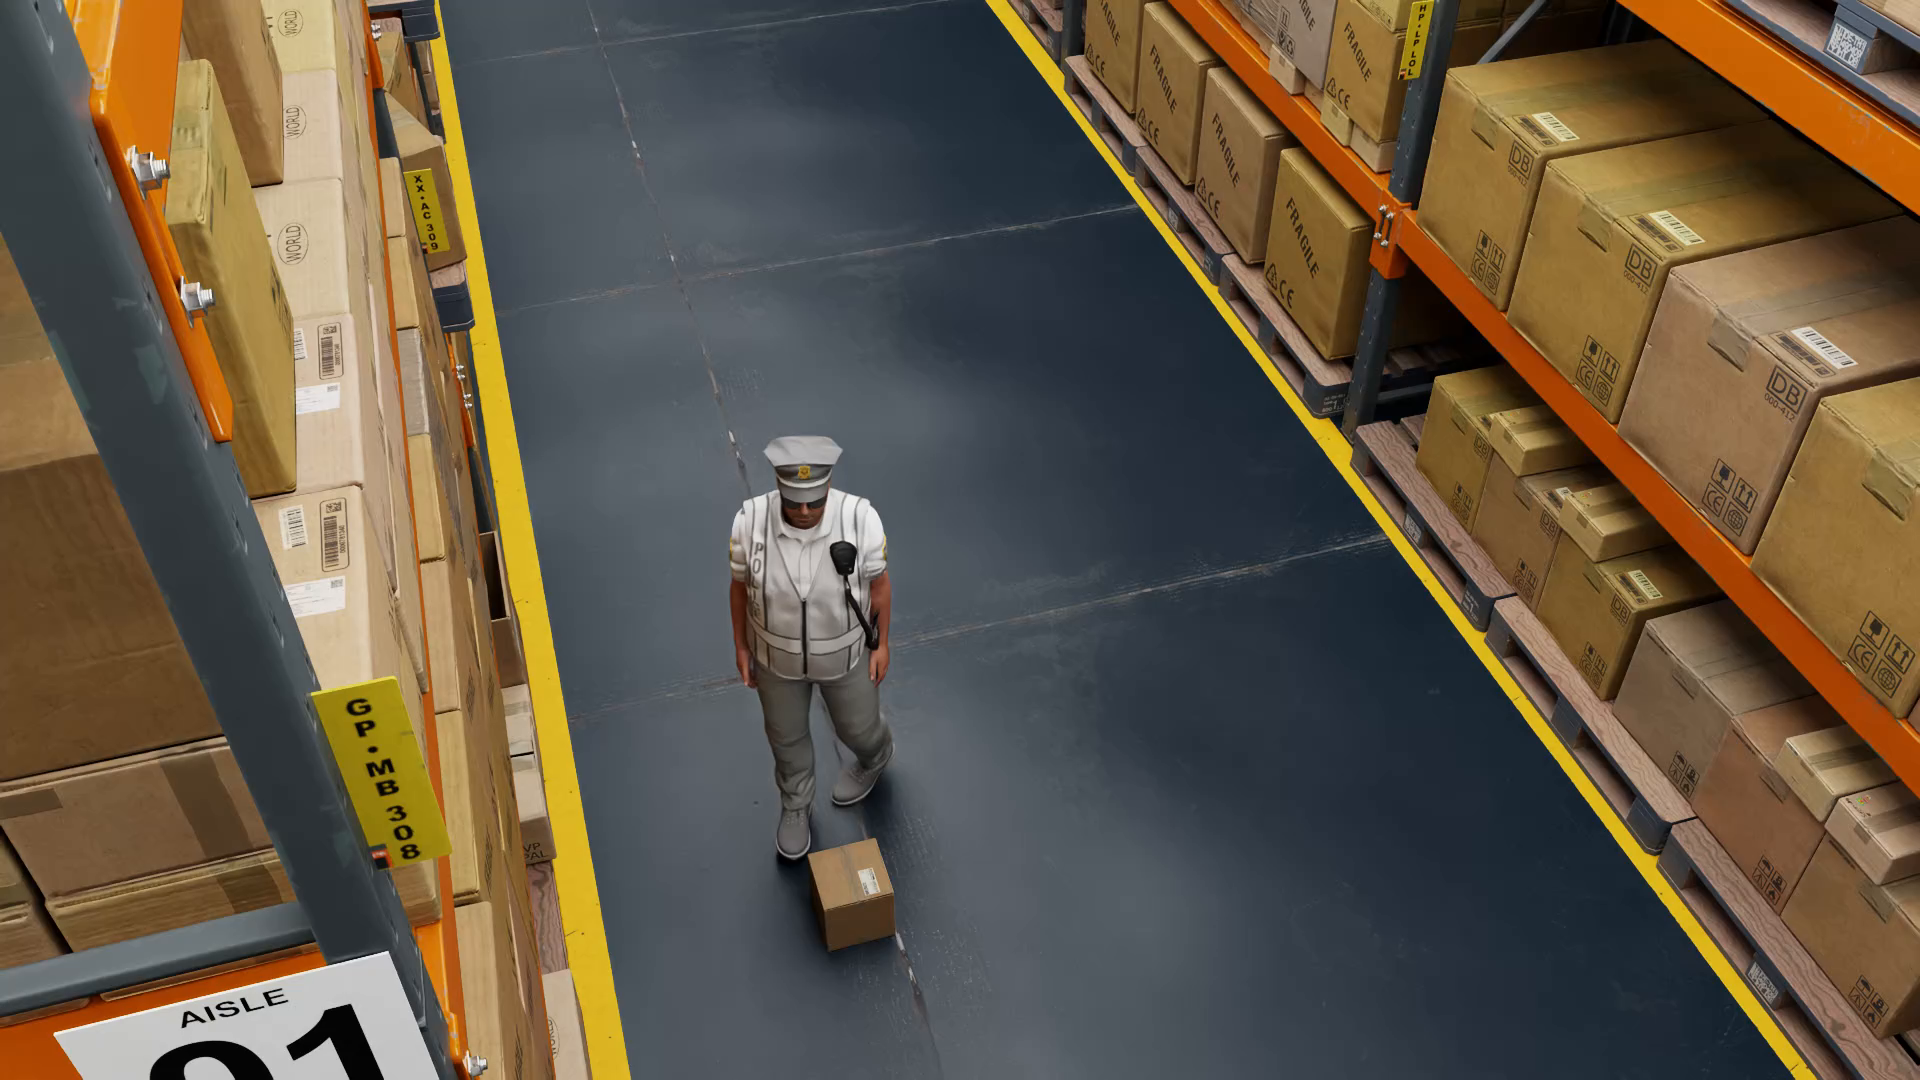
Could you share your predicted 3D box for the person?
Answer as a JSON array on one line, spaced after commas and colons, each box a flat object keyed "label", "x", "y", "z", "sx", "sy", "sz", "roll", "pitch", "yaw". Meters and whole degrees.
[{"label": "person", "x": -0.508, "y": 0.378, "z": 5.725, "sx": 0.547, "sy": 1.777, "sz": 0.522, "roll": 0, "pitch": 42, "yaw": 0}]
